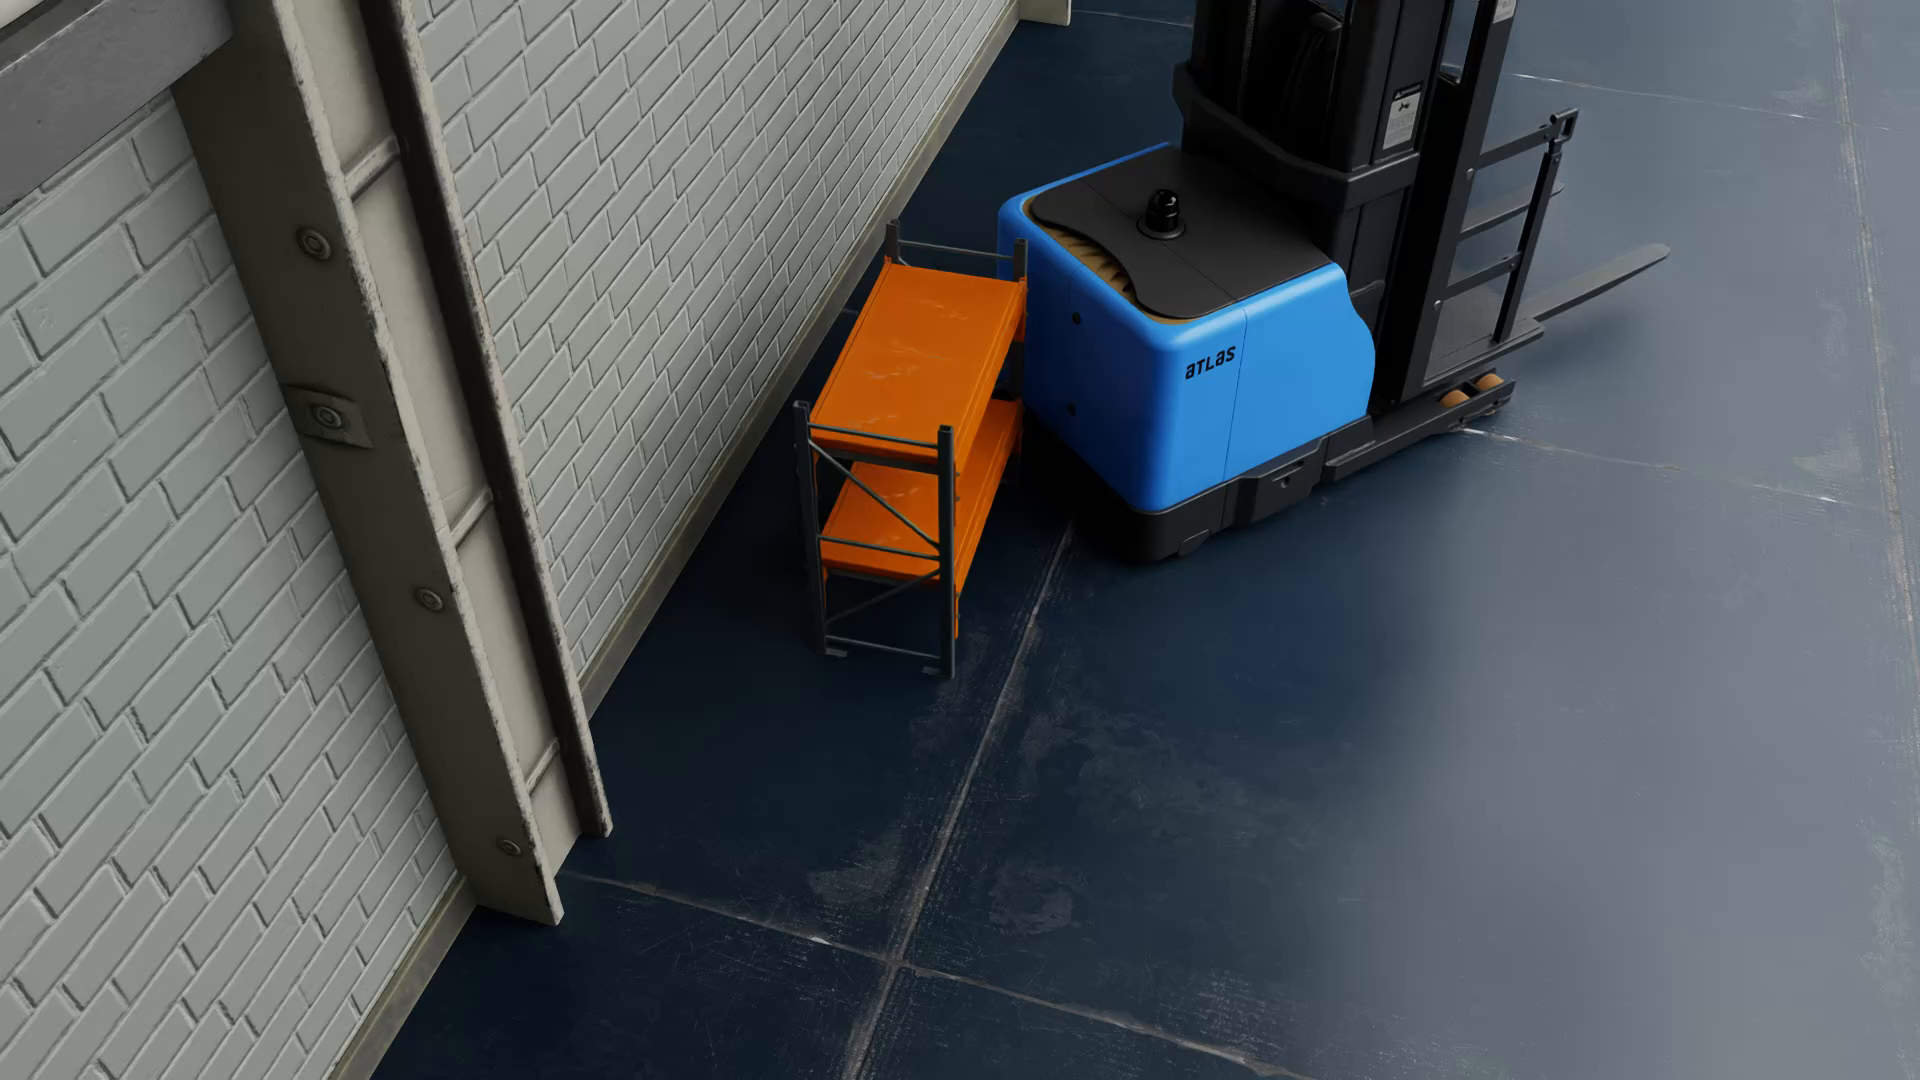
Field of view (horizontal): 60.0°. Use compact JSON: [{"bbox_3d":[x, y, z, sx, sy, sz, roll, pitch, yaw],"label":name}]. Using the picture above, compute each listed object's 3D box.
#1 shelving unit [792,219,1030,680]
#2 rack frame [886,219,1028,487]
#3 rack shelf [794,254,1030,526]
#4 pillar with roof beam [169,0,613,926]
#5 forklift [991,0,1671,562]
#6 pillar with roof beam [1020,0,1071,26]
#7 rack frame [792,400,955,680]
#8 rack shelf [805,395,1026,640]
[{"bbox_3d":[-0.138,-0.316,5.769,0.538,1.125,1.048,10,45,10],"label":"shelving unit"},{"bbox_3d":[-0.012,-0.661,6.121,0.500,1.125,0.032,10,45,10],"label":"rack frame"},{"bbox_3d":[-0.138,-0.525,5.564,0.538,0.278,1.000,10,45,10],"label":"rack shelf"},{"bbox_3d":[2.790,-1.295,1.139,9.100,9.000,0.400,13,46,13],"label":"pillar with roof beam"},{"bbox_3d":[1.638,-1.770,5.963,3.031,2.935,1.130,-24,49,-23],"label":"forklift"},{"bbox_3d":[4.607,-5.294,5.226,9.100,9.000,0.400,13,46,13],"label":"pillar with roof beam"},{"bbox_3d":[-0.264,0.028,5.417,0.500,1.125,0.032,10,45,10],"label":"rack frame"},{"bbox_3d":[-0.138,-0.142,5.940,0.538,0.278,1.000,10,45,10],"label":"rack shelf"}]
